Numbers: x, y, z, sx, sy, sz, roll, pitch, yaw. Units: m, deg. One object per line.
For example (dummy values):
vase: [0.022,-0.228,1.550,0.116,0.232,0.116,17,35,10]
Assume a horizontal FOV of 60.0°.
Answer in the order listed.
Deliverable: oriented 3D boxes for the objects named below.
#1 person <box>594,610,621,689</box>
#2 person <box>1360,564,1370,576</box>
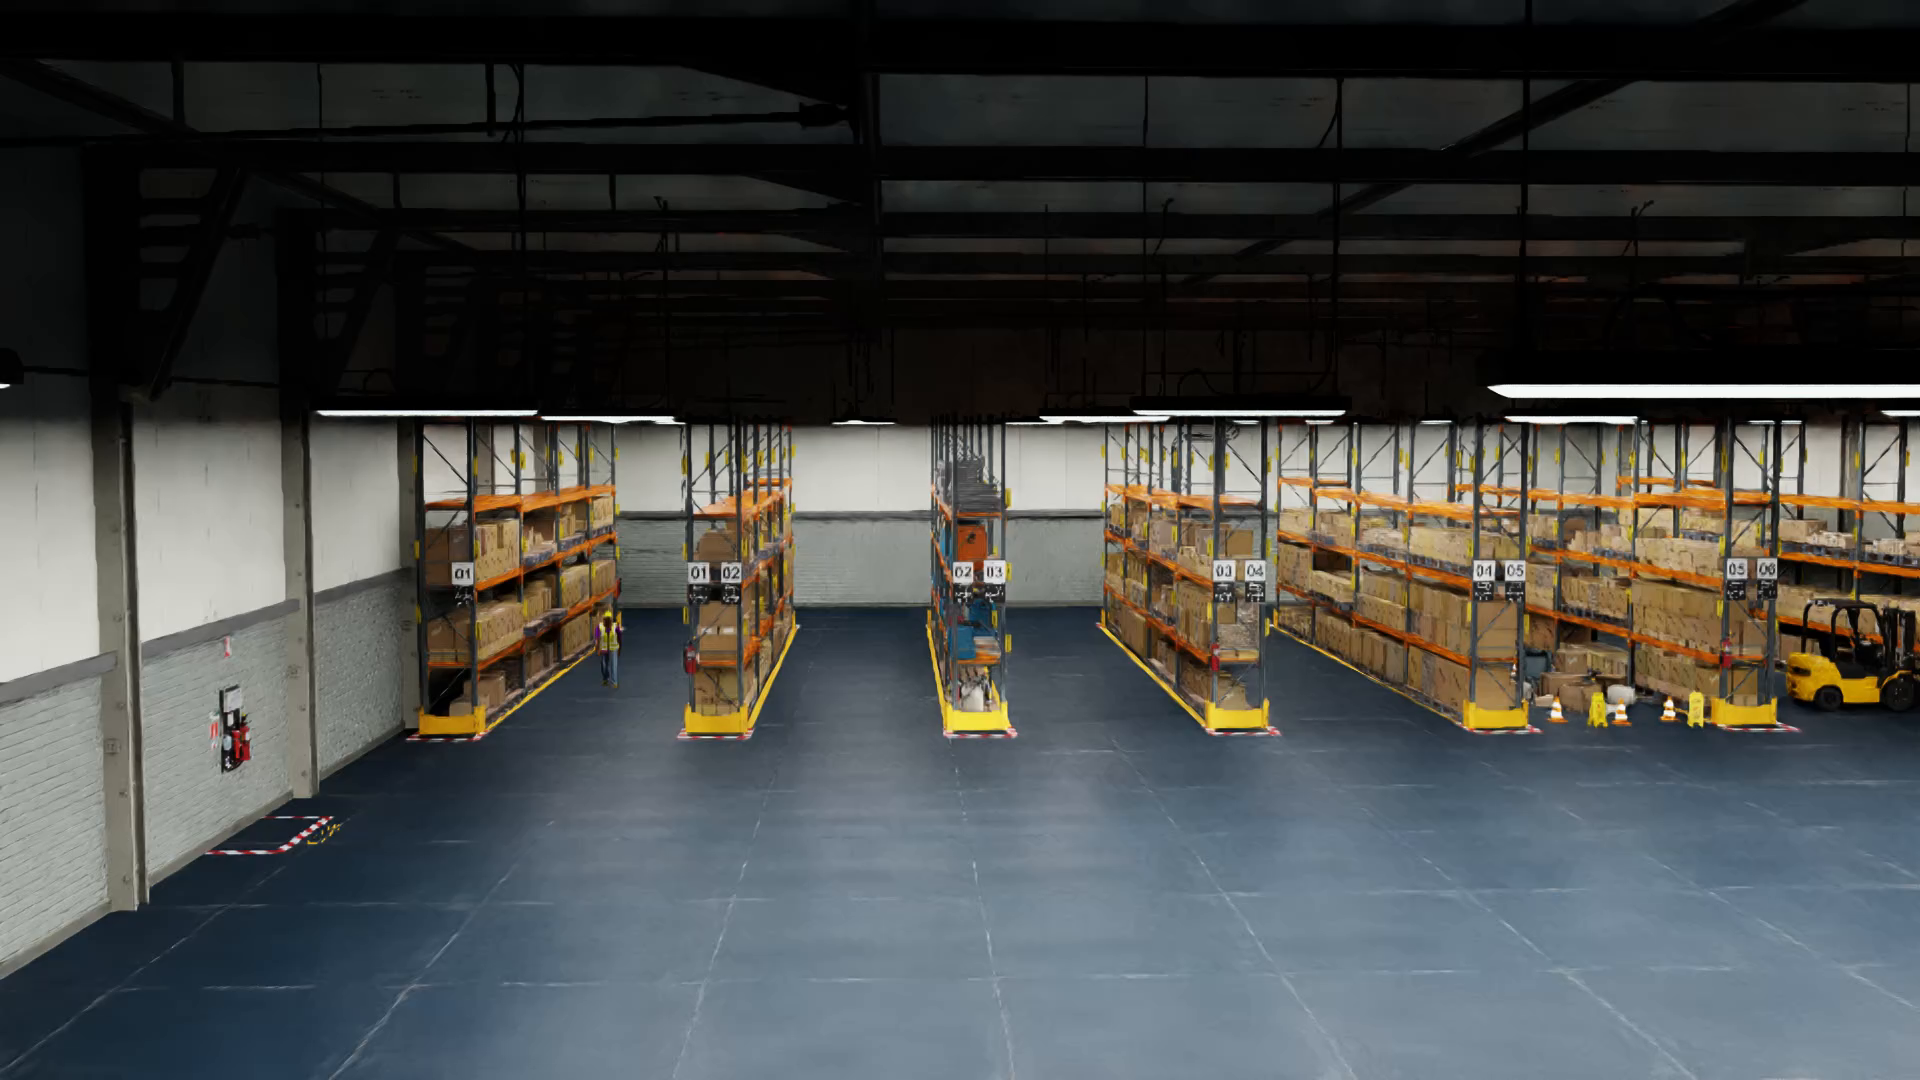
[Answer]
person: [-7.697,2.387,36.348,0.571,1.708,1.033,-1,4,-11]
person: [11.989,1.542,49.058,0.374,1.666,0.556,-3,5,-33]
